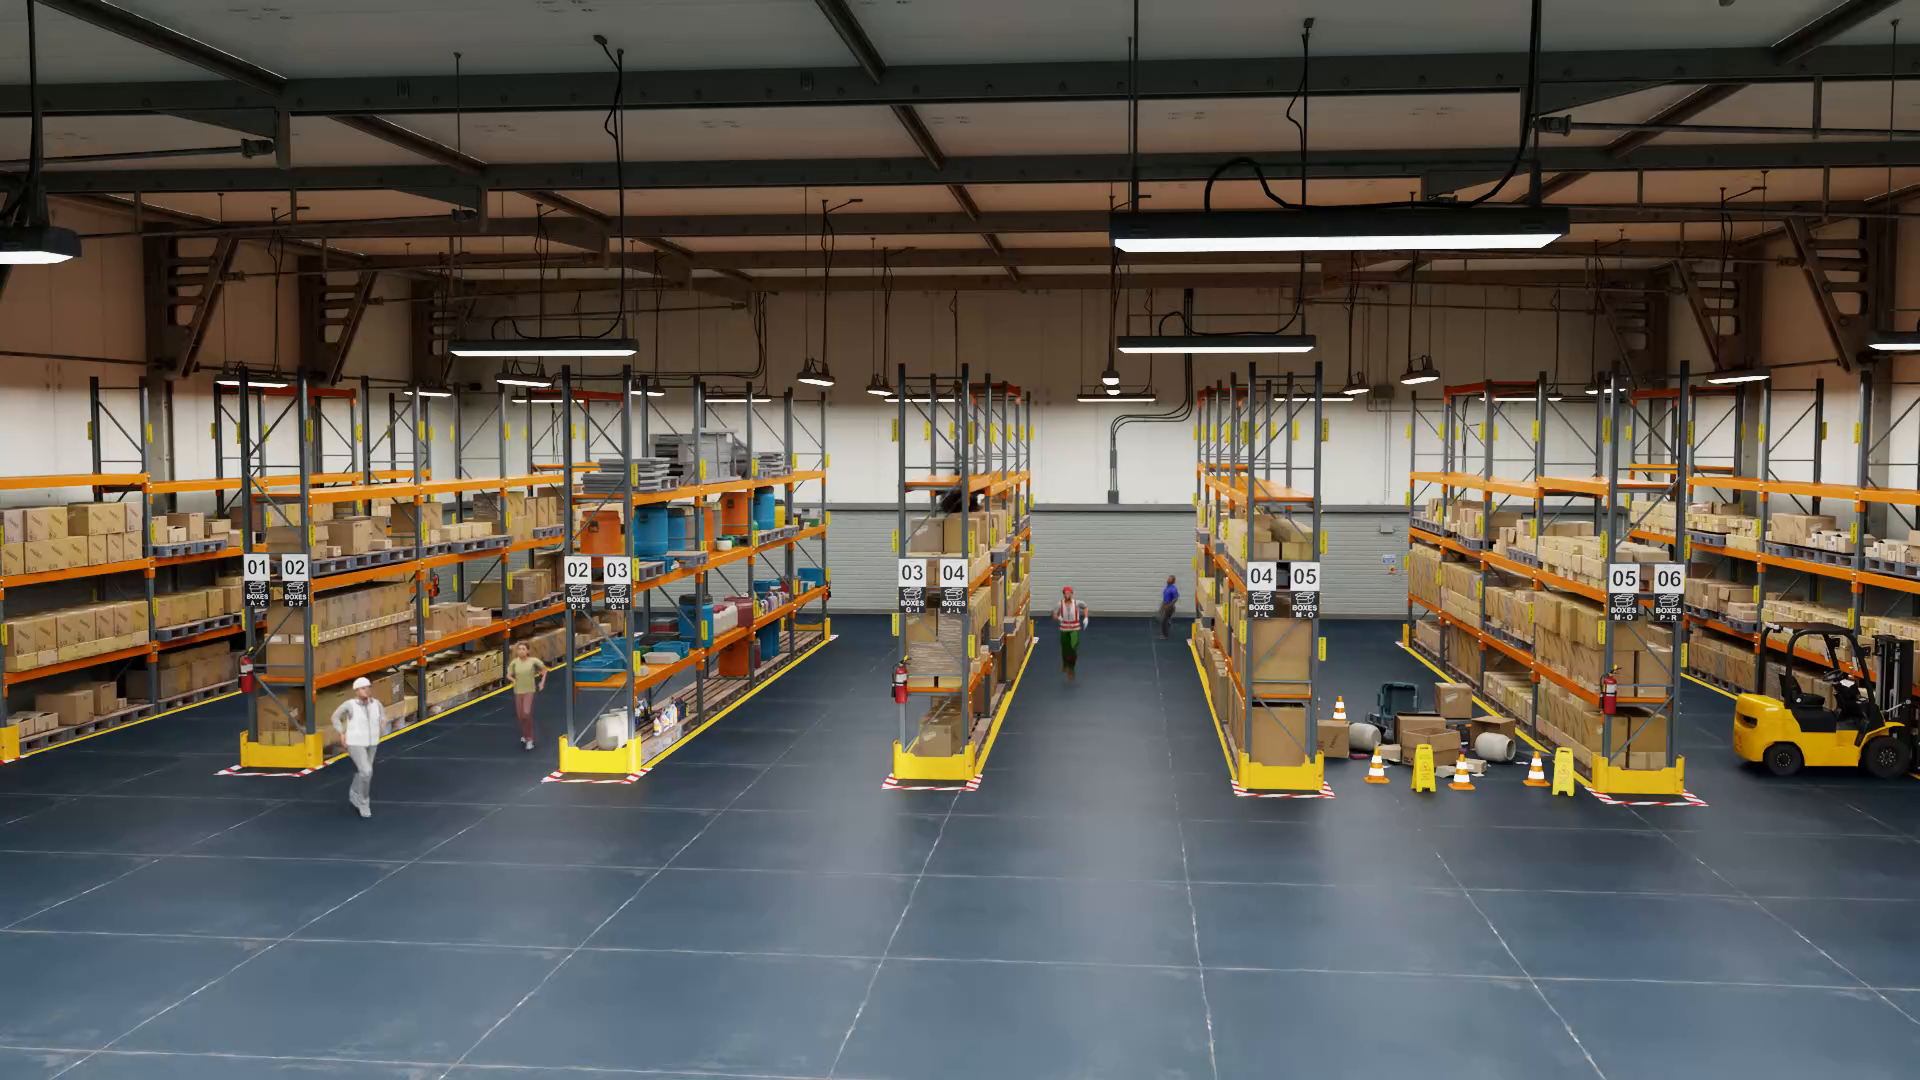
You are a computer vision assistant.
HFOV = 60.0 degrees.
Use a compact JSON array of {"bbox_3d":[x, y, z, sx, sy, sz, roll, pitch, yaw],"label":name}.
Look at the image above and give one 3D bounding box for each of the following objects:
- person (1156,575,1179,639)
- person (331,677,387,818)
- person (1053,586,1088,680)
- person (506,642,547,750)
[{"bbox_3d":[5.048,1.629,40.285,0.516,1.578,0.612,-2,4,-25],"label":"person"},{"bbox_3d":[-7.865,2.712,21.939,0.783,1.821,0.641,3,5,36],"label":"person"},{"bbox_3d":[2.179,1.820,32.852,0.673,1.828,0.912,1,4,12],"label":"person"},{"bbox_3d":[-6.926,2.480,26.518,0.587,1.733,0.709,0,4,2],"label":"person"}]
